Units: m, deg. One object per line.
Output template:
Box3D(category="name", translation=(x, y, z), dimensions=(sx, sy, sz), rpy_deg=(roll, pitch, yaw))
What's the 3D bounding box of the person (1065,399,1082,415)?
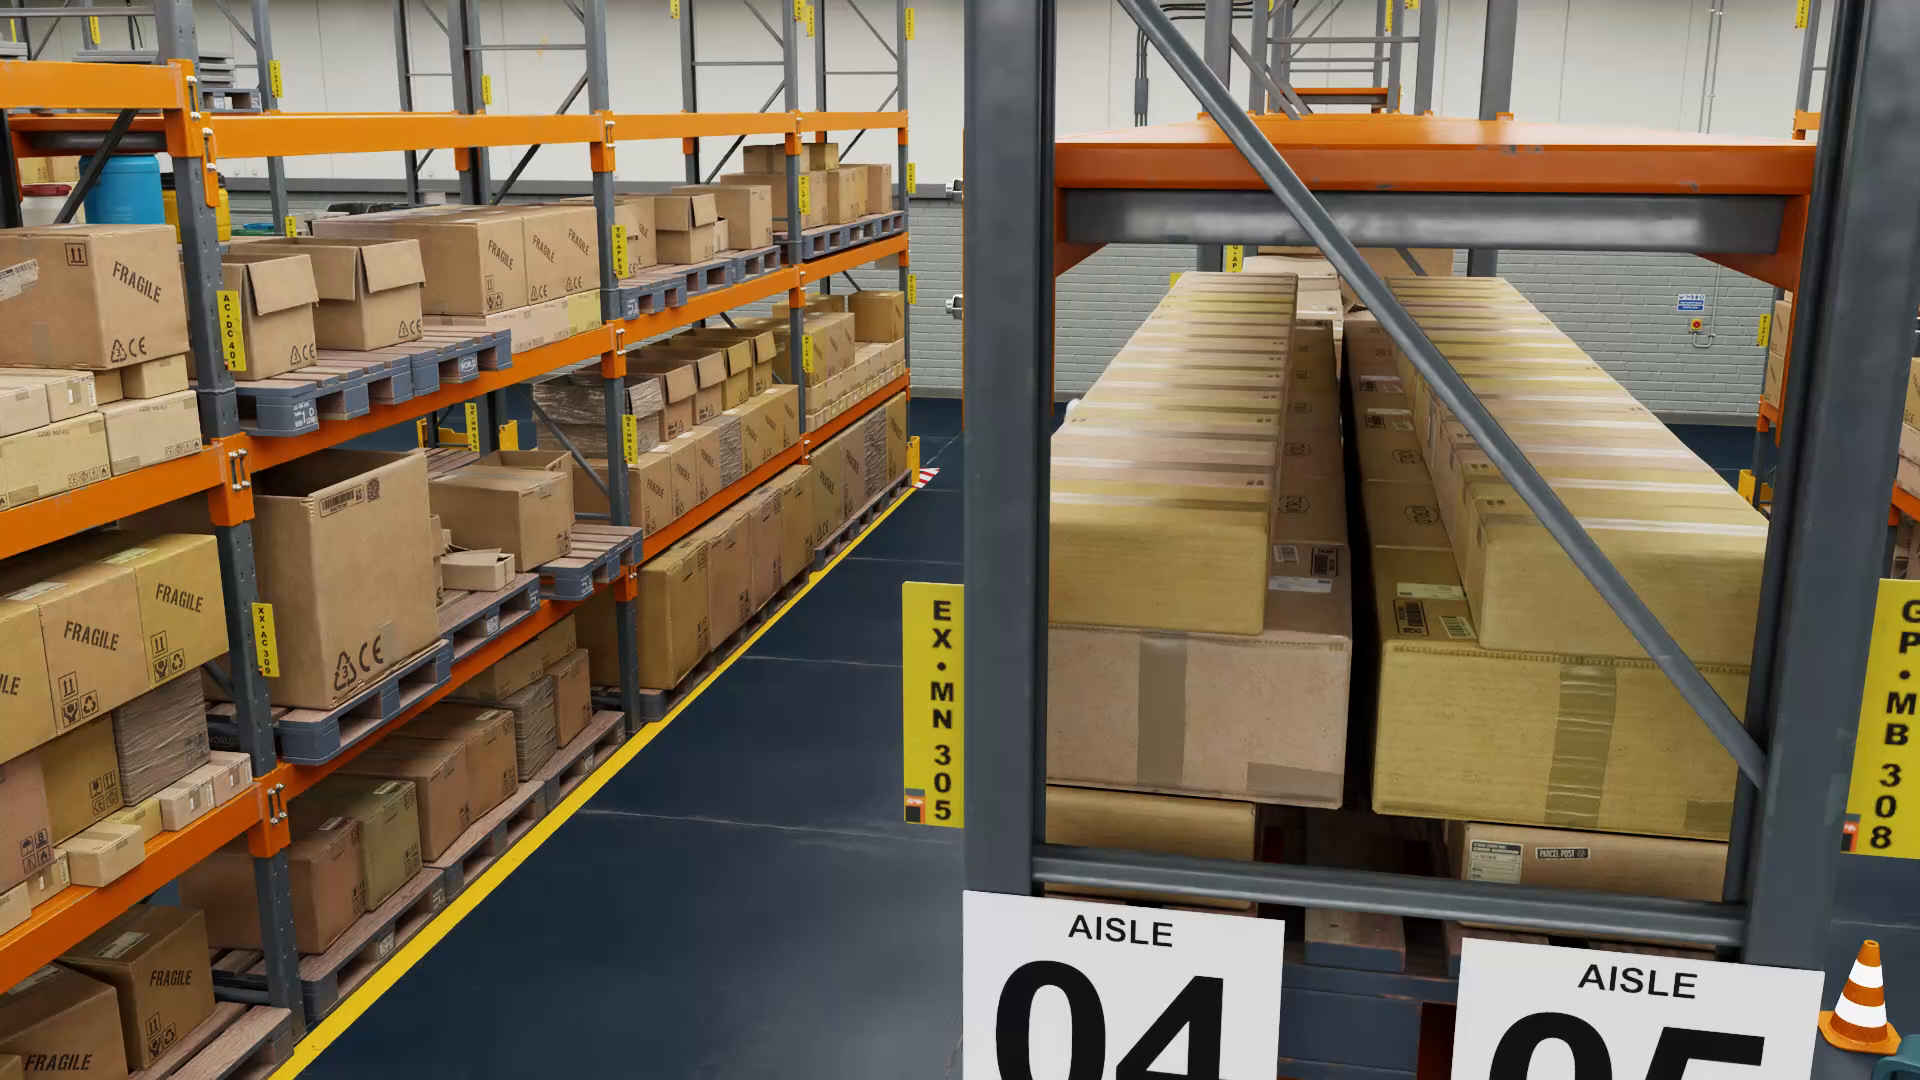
Box3D(category="person", translation=(0.968, -0.336, 14.179), dimensions=(0.497, 1.765, 0.645), rpy_deg=(0, 15, 0))
